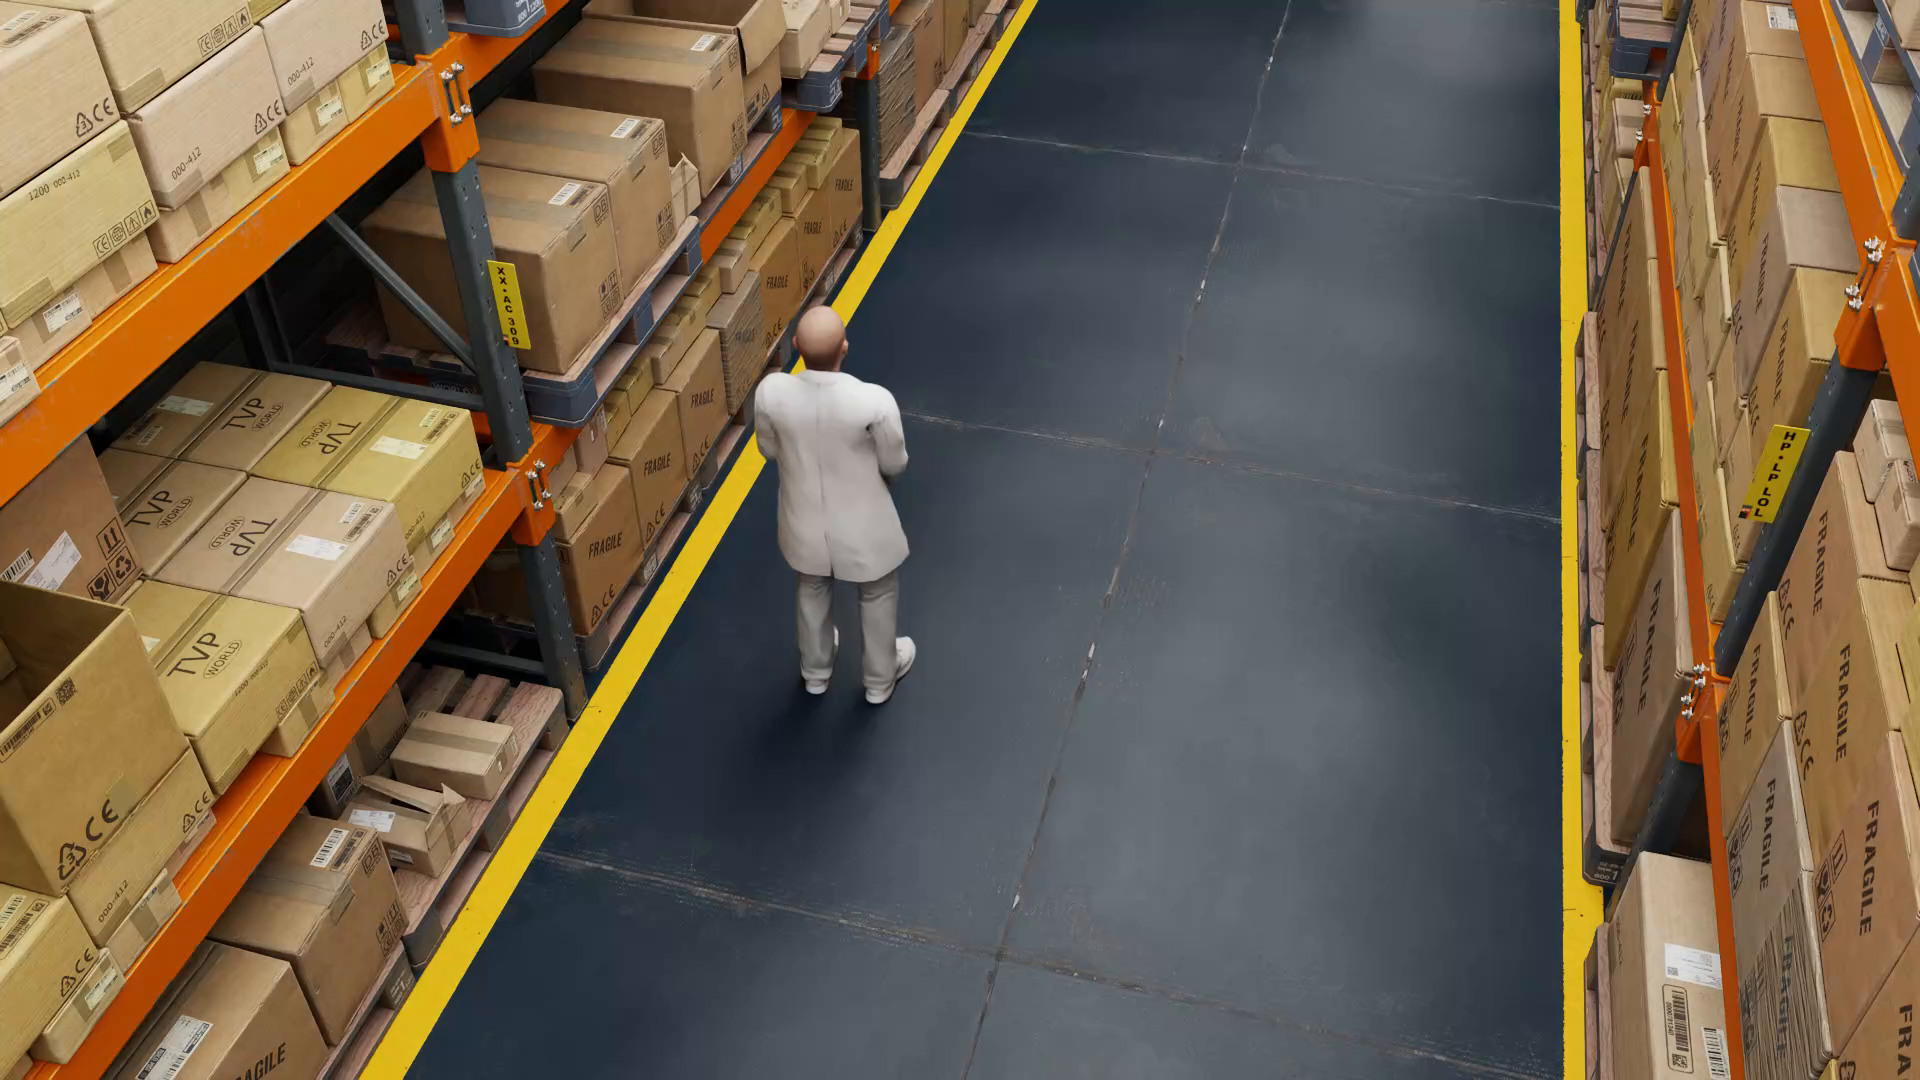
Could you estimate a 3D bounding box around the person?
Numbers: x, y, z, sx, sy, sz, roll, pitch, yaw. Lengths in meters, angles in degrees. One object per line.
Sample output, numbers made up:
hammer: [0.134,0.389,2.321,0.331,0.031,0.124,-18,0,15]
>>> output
person: [-0.450,-0.157,6.346,0.569,1.783,0.489,9,41,10]
